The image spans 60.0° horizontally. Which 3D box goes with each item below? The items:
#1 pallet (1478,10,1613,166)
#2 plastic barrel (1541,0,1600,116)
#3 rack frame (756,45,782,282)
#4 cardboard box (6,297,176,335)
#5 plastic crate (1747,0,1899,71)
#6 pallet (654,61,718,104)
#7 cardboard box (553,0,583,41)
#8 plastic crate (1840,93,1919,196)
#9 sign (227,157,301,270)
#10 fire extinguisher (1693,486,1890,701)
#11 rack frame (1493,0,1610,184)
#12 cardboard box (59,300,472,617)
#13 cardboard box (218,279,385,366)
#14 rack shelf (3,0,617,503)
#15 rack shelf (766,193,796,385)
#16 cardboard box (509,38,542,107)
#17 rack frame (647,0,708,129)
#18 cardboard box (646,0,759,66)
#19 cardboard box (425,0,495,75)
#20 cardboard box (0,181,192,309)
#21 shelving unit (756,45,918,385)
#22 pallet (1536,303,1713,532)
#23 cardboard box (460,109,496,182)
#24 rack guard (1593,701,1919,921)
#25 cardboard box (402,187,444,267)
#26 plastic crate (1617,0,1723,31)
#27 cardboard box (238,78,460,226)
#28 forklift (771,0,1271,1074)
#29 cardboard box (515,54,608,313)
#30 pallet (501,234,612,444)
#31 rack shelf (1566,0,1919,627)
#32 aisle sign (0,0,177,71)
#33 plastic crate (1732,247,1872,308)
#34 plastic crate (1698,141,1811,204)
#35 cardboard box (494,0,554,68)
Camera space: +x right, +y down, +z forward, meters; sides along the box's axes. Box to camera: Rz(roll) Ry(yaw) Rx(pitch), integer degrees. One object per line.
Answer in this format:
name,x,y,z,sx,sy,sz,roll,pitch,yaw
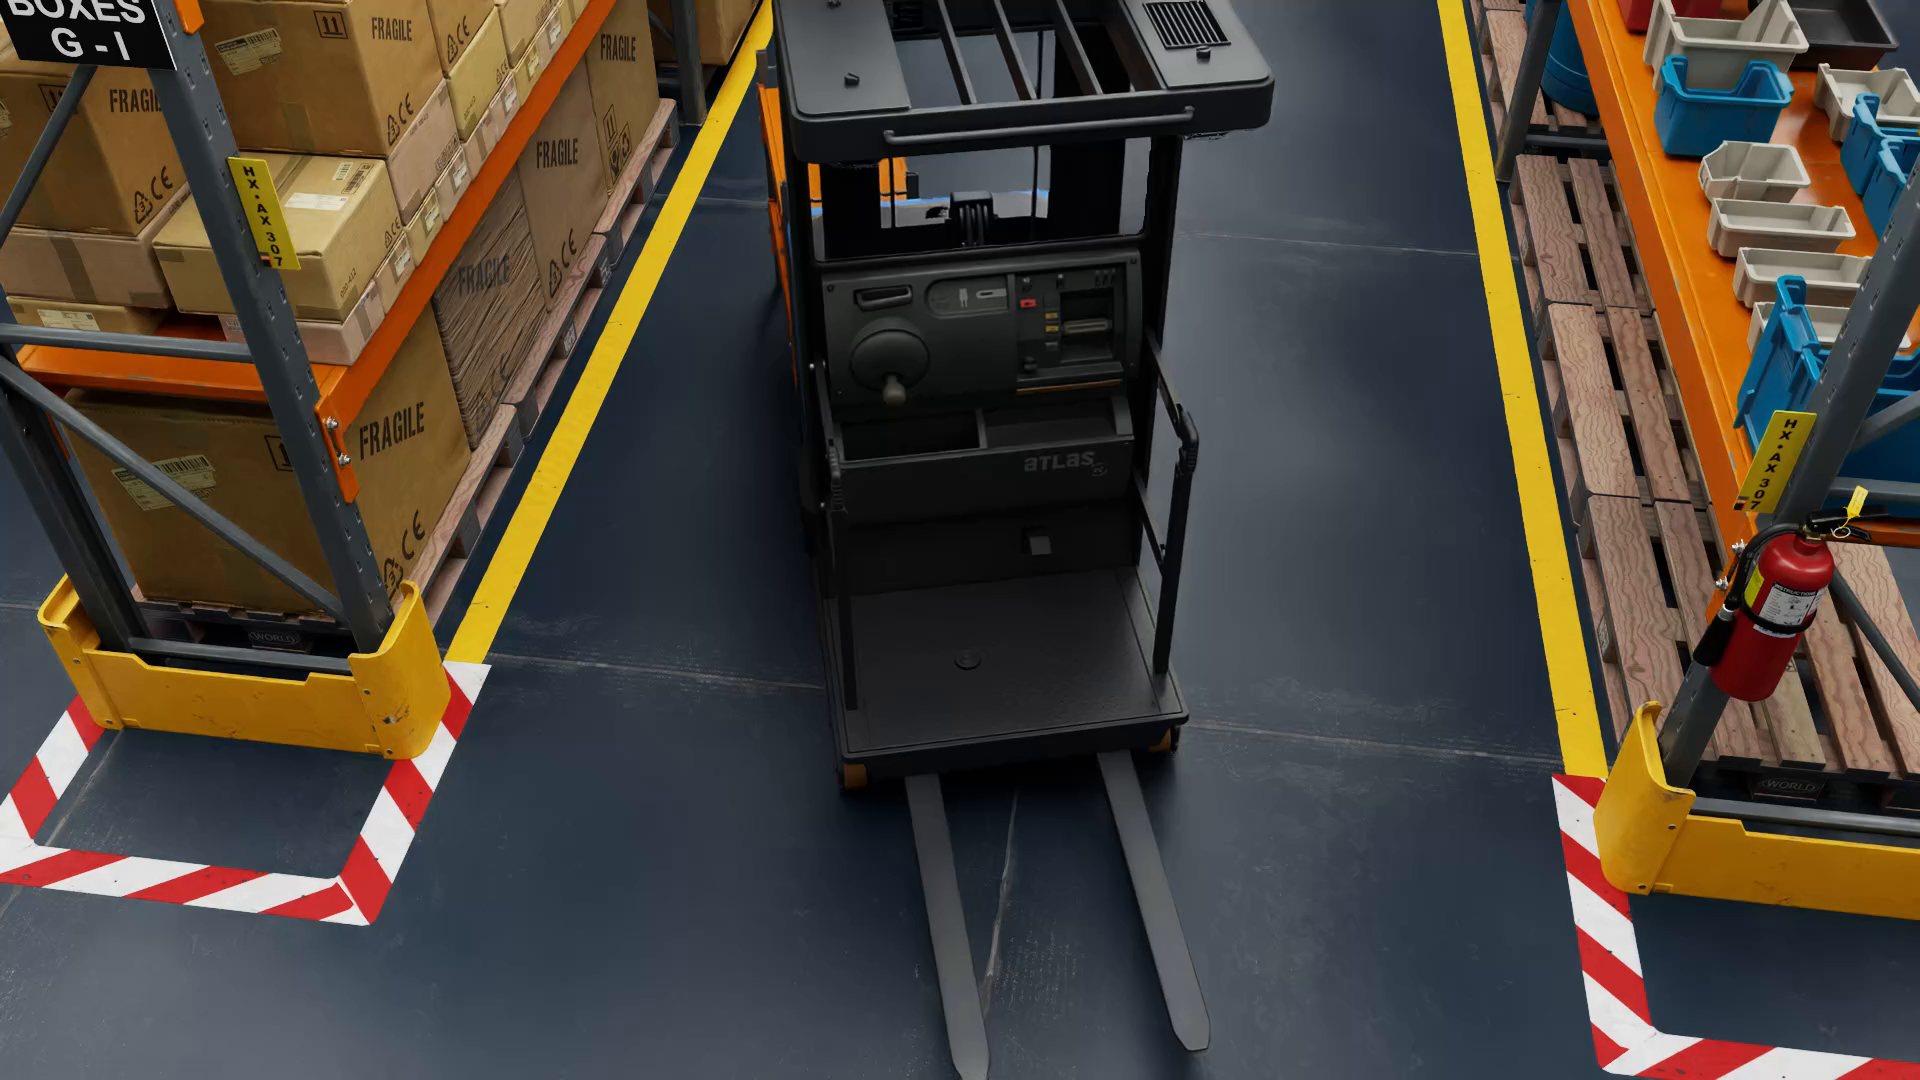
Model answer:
pallet,3.252,-2.329,8.556,1.003,0.211,1.213,5,44,6
plastic barrel,3.197,-2.579,8.013,0.600,0.901,0.708,5,44,6
rack frame,-0.577,-1.609,7.131,0.500,1.125,0.032,-7,44,-7
cardboard box,-2.609,-0.725,5.017,0.380,0.149,0.250,6,44,6
plastic crate,3.226,-1.954,6.289,0.437,0.125,0.590,5,44,6
pallet,-1.774,-2.790,9.043,1.003,0.211,1.213,5,44,6
cardboard box,-1.686,-2.065,6.432,0.380,0.149,0.250,5,44,5
plastic crate,3.152,-1.295,5.514,0.416,0.233,0.300,5,44,6
sign,-1.781,-0.832,4.260,0.100,0.325,0.005,5,44,6
fire extinguisher,2.109,0.132,4.257,0.296,0.674,0.183,5,44,6
rack frame,3.108,-2.820,7.046,1.000,3.000,0.127,5,44,6
cardboard box,-2.325,-0.368,5.697,0.875,0.875,0.875,5,44,6
cardboard box,-1.956,-0.664,4.953,0.380,0.149,0.250,6,44,6
rack shelf,-2.066,-1.646,6.329,1.077,0.370,4.000,5,44,6
rack shelf,-0.491,-1.087,6.935,0.538,0.278,1.000,-7,44,-7
cardboard box,-1.754,-1.713,6.060,0.380,0.149,0.250,4,44,4
rack frame,-1.801,-3.270,7.522,1.000,3.000,0.127,5,44,6
cardboard box,-1.737,-3.089,8.570,1.225,0.875,0.875,5,44,6
cardboard box,-1.870,-1.867,5.387,0.500,0.500,0.500,4,44,4
cardboard box,-2.529,-0.952,4.966,0.500,0.250,0.500,5,44,5
shelving unit,-0.491,-1.264,6.767,0.538,1.125,1.048,-7,44,-7
pallet,2.891,-0.469,6.591,1.003,0.211,1.213,5,44,6
cardboard box,-1.822,-1.365,5.693,0.380,0.149,0.250,4,44,5
rack guard,2.589,0.832,5.008,1.175,0.500,0.348,5,44,6
cardboard box,-1.890,-1.014,5.322,0.380,0.149,0.250,4,44,5
plastic crate,2.742,-2.279,6.385,0.402,0.464,0.583,5,44,6
cardboard box,-1.937,-1.255,5.286,0.500,0.250,0.500,5,44,5
forklift,0.101,-0.547,4.696,1.130,2.935,3.031,-6,44,-6
cardboard box,-2.087,-1.595,6.993,0.875,0.875,0.875,5,44,6
pallet,-2.138,-0.912,7.060,1.003,0.211,1.213,5,44,6
rack shelf,2.844,-1.195,5.854,1.077,0.370,4.000,5,44,6
aisle sign,-2.042,-1.411,3.668,0.394,0.787,0.004,5,44,6
plastic crate,2.560,-0.788,5.049,0.396,0.136,0.243,5,44,6
plastic crate,2.594,-1.183,5.466,0.298,0.136,0.250,5,44,6
cardboard box,-1.803,-1.953,6.024,0.500,0.250,0.500,4,44,5
